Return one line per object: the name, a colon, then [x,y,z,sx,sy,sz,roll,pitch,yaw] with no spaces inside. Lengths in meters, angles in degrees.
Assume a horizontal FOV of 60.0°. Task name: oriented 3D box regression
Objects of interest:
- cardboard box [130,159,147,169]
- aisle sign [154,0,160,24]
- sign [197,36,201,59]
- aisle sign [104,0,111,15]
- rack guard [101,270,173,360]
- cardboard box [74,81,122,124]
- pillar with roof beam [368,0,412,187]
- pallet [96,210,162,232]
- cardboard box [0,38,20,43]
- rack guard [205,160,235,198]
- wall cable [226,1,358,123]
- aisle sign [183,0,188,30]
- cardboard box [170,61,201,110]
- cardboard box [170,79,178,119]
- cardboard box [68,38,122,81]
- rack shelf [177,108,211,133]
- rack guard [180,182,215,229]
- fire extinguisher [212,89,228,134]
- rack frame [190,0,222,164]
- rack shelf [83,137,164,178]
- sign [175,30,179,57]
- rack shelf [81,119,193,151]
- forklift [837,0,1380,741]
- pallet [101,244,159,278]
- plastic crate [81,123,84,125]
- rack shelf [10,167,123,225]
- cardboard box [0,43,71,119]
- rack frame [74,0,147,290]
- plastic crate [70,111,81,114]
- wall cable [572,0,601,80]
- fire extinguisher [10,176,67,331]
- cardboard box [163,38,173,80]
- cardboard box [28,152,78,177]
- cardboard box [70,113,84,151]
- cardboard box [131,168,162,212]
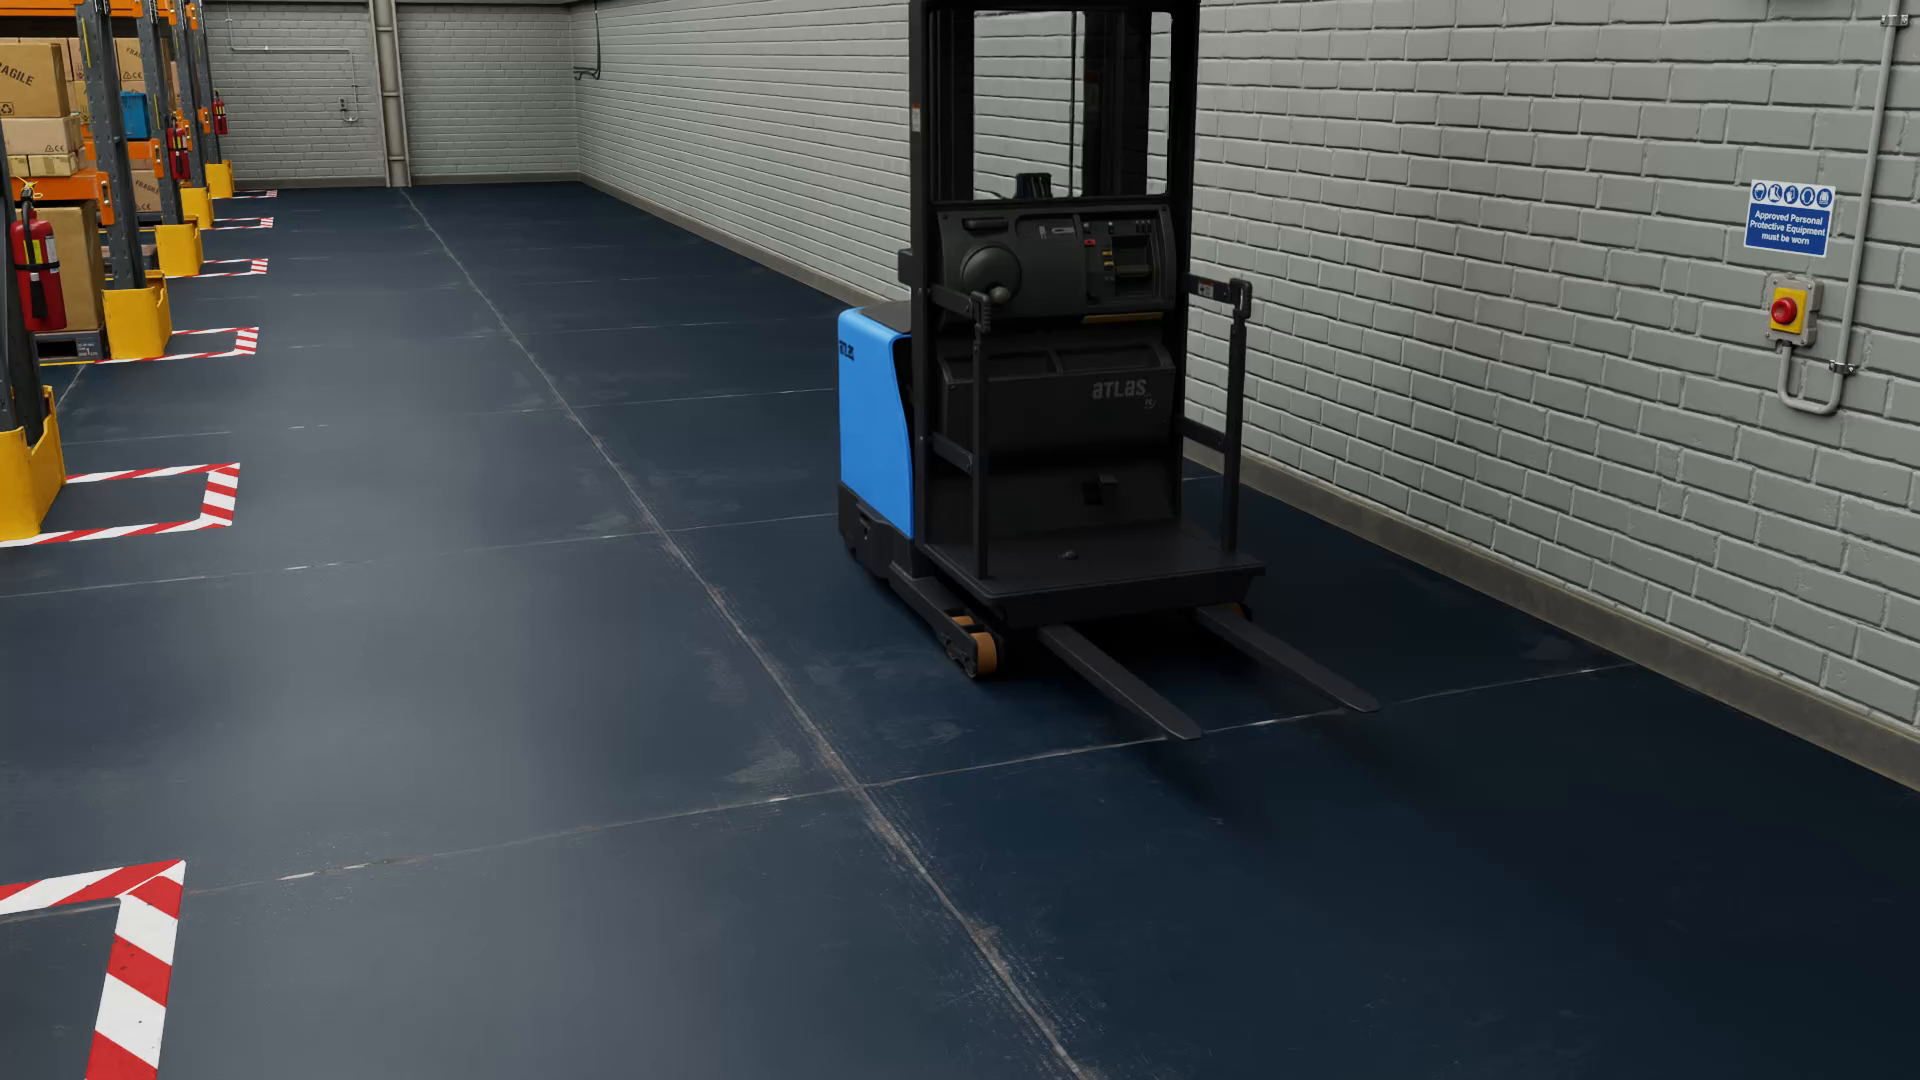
cardboard box: [-12.617,-5.672,25.279,0.500,0.500,0.700,-6,17,-20]
aisle sign: [-8.026,-5.543,16.536,0.004,0.787,0.394,-6,17,-20]
sign: [-11.351,-7.342,24.801,0.005,0.325,0.100,-6,17,-20]
aisle sign: [-6.255,-4.241,12.102,0.004,0.787,0.394,-6,17,-20]
rack guard: [-6.192,-1.710,12.535,0.348,0.500,1.175,-6,17,-20]
cardboard box: [-10.560,-5.392,20.458,0.500,0.500,0.500,-6,17,-20]
pillar with roof beam: [-7.780,-9.062,22.488,0.400,9.000,9.100,-6,17,-20]
pallet: [-10.571,-4.088,21.144,1.213,0.211,1.003,-6,17,-20]
cardboard box: [-11.506,-5.768,19.964,0.500,0.500,0.500,-6,17,-18]
rack guard: [-11.509,-5.620,25.849,0.348,0.500,1.175,-6,17,-20]
wall cable: [-10.675,-7.682,26.632,1.851,1.984,0.084,-6,17,-20]
aisle sign: [-9.797,-6.845,20.971,0.004,0.787,0.394,-6,17,-20]
cardboard box: [-12.004,-6.907,25.262,0.700,0.700,0.980,-5,17,-18]
cardboard box: [-10.264,-5.587,21.121,0.500,0.500,0.500,-6,17,-19]
cardboard box: [-10.544,-5.873,20.323,0.500,0.500,0.500,-6,17,-19]
rack shelf: [-13.399,-6.270,24.903,4.000,0.370,1.077,-6,17,-20]
rack guard: [-9.827,-4.307,21.377,0.348,0.500,1.175,-6,17,-20]
fire extinguisher: [-11.226,-6.495,25.190,0.183,0.674,0.296,-6,17,-20]
rack frame: [-11.532,-6.817,25.488,0.127,3.000,1.000,-6,17,-20]
rack shelf: [-9.854,-3.663,16.027,4.000,0.370,1.077,-6,17,-20]
sign: [-9.576,-6.073,20.339,0.005,0.325,0.100,-6,17,-20]
rack shelf: [-11.623,-4.967,20.466,4.000,0.370,1.077,-6,17,-20]
forklift: [0.442,-1.045,5.954,1.130,2.935,3.031,-6,17,-19]
pallet: [-8.771,-2.799,16.756,1.213,0.211,1.003,-6,17,-20]
plastic crate: [-8.683,-3.983,16.198,0.243,0.136,0.396,-6,17,-20]
rack shelf: [-8.082,-2.360,11.589,4.000,0.370,1.077,-6,17,-20]
cardboard box: [-6.575,-3.219,11.645,0.500,0.500,0.500,-6,17,-19]
rack frame: [-6.214,-2.907,12.174,0.127,3.000,1.000,-6,17,-20]
plastic crate: [-8.950,-4.154,16.611,0.300,0.233,0.416,-6,17,-20]
wall cable: [-6.122,-8.682,26.702,0.112,2.526,3.097,-6,17,-20]
fire extinguisher: [-4.134,-1.280,7.432,0.183,0.674,0.296,-6,17,-20]
cardboard box: [-10.264,-6.066,20.980,0.500,0.500,0.500,-6,17,-18]
cardboard box: [-6.429,-2.664,11.792,0.250,0.149,0.380,-6,17,-19]
cardboard box: [-6.759,-3.001,12.231,0.500,0.250,0.500,-7,18,-22]
cardboard box: [-10.175,-4.406,20.934,0.500,0.500,0.500,-6,17,-20]
